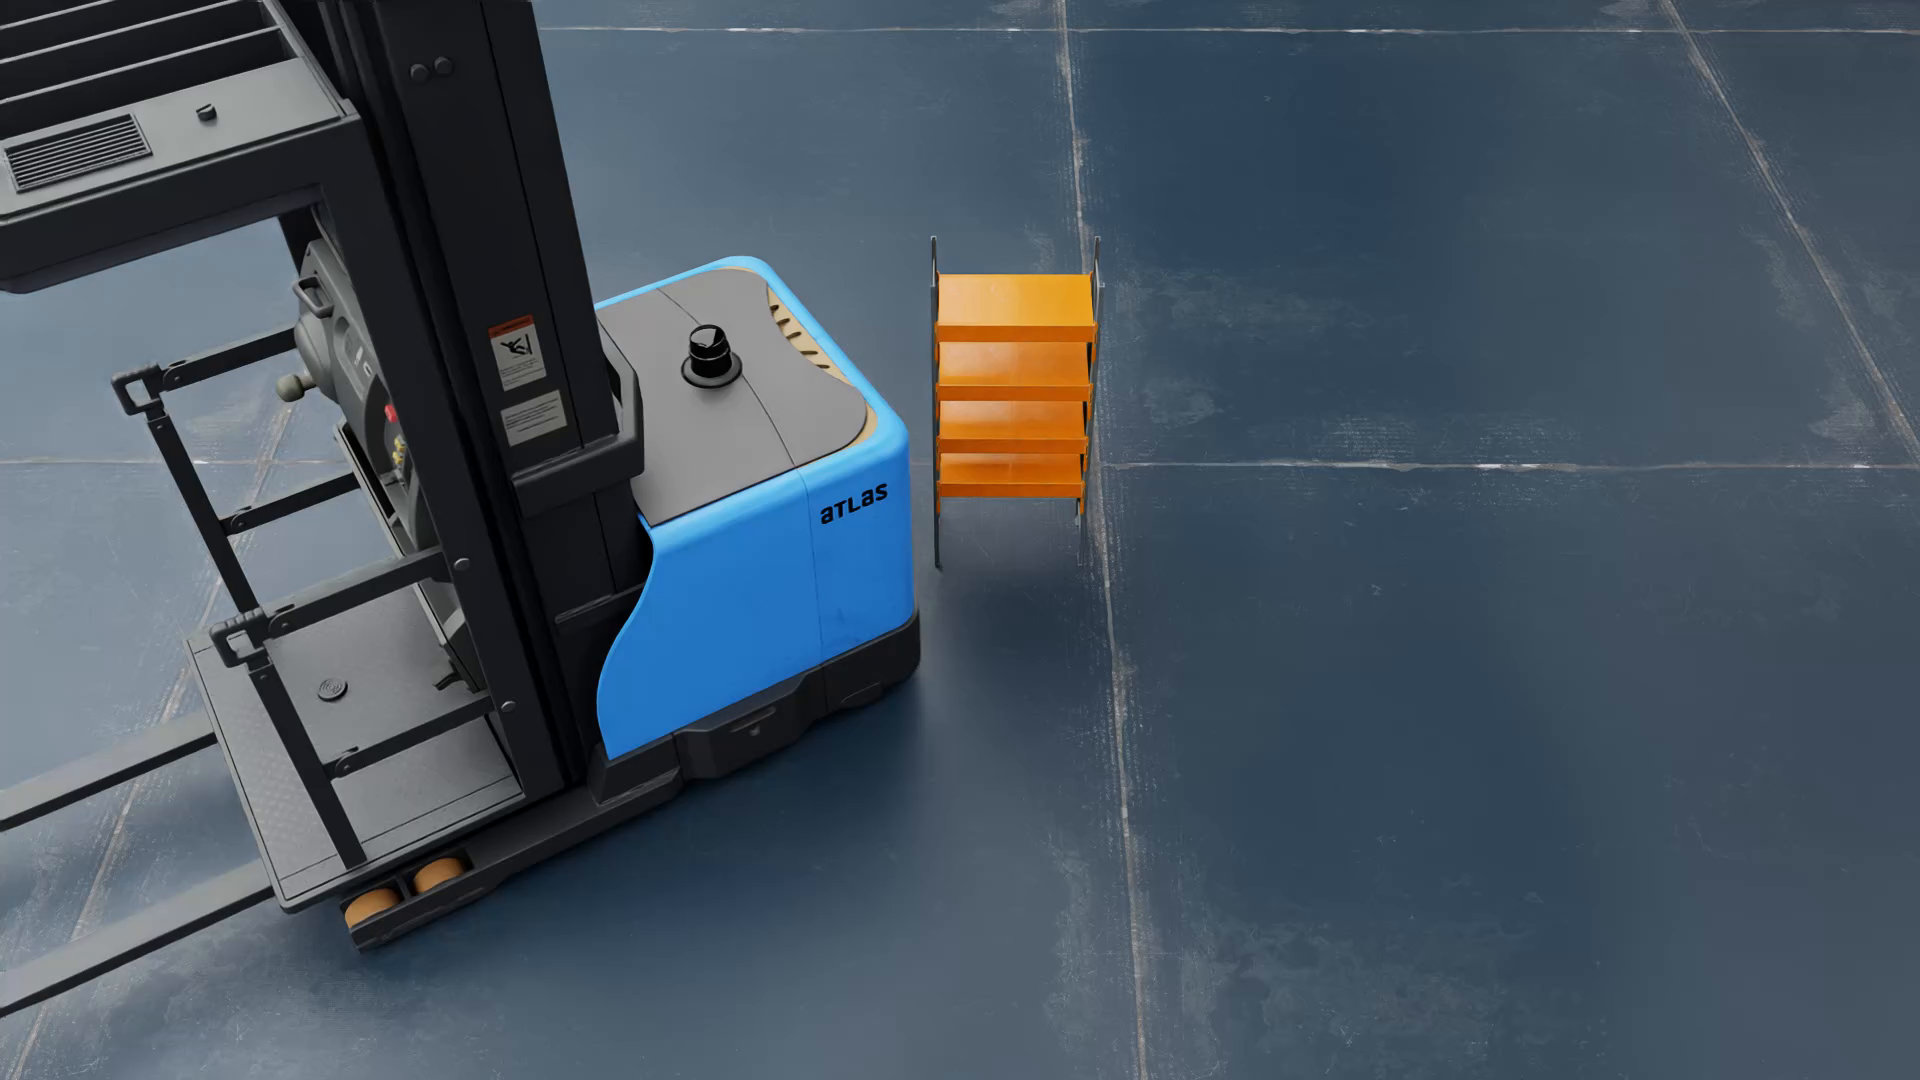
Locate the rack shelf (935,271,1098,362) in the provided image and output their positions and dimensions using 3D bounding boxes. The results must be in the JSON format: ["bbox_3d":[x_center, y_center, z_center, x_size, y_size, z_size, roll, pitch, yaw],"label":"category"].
[{"bbox_3d":[0.166,-0.676,5.023,0.480,0.148,0.258,0,47,0],"label":"rack shelf"}]

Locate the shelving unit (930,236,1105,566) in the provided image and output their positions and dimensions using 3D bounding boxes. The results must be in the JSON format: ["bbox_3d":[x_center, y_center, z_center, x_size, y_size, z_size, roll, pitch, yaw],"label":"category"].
[{"bbox_3d":[0.166,-0.408,5.310,0.503,1.200,0.258,0,47,0],"label":"shelving unit"}]

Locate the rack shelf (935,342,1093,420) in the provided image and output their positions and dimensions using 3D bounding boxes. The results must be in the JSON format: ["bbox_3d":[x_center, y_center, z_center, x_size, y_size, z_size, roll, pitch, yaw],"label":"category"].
[{"bbox_3d":[0.166,-0.515,5.196,0.480,0.148,0.258,0,47,0],"label":"rack shelf"}]

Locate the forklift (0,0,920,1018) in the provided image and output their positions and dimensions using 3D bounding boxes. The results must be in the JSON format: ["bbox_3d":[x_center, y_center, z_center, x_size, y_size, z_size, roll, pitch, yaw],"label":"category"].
[{"bbox_3d":[-1.653,-0.304,4.031,3.031,2.935,1.130,-24,52,-21],"label":"forklift"}]

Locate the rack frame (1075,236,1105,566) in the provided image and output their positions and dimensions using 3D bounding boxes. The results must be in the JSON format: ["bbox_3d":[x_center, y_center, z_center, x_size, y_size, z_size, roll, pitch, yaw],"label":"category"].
[{"bbox_3d":[0.410,-0.408,5.310,0.015,1.200,0.240,0,47,0],"label":"rack frame"}]

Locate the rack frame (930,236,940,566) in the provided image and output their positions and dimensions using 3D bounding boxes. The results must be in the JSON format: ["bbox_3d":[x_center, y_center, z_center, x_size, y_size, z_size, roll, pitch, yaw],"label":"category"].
[{"bbox_3d":[-0.078,-0.409,5.311,0.015,1.200,0.240,0,47,0],"label":"rack frame"}]

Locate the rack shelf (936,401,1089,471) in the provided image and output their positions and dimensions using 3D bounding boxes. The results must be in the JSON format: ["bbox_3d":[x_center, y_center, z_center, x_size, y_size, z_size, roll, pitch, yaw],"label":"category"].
[{"bbox_3d":[0.166,-0.363,5.360,0.480,0.148,0.258,0,47,0],"label":"rack shelf"}]

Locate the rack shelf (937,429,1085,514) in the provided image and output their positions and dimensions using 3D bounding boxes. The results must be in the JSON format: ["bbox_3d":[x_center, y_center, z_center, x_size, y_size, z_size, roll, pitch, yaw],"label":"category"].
[{"bbox_3d":[0.166,-0.227,5.505,0.480,0.148,0.258,0,47,0],"label":"rack shelf"}]
